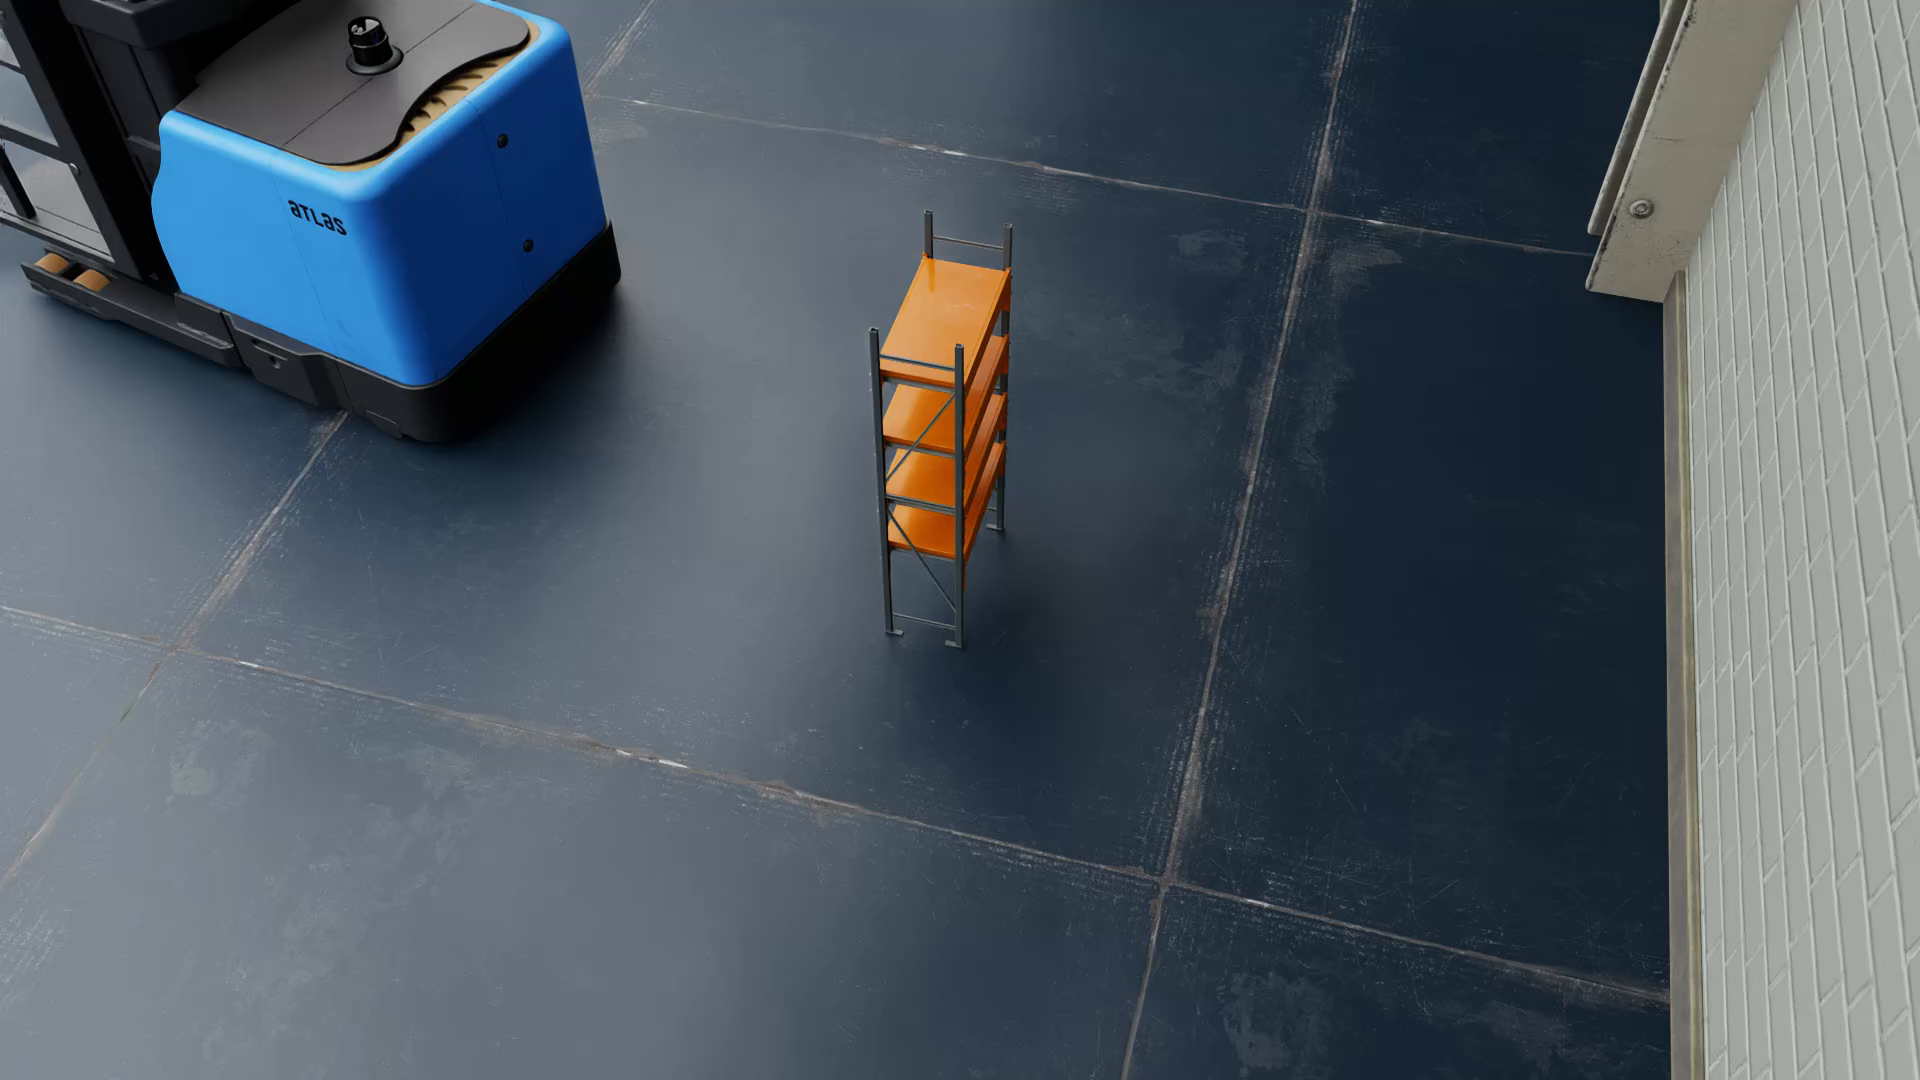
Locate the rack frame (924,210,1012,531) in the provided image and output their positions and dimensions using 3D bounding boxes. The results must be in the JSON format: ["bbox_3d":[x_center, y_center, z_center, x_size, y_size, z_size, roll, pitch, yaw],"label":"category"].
[{"bbox_3d":[0.021,-0.454,4.850,0.240,1.200,0.015,12,50,10],"label":"rack frame"}]

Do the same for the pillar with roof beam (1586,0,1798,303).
[{"bbox_3d":[-1.674,-4.851,3.529,9.100,9.000,0.400,12,50,10],"label":"pillar with roof beam"}]

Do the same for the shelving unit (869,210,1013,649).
[{"bbox_3d":[-0.044,-0.277,4.694,0.258,1.200,0.503,12,50,10],"label":"shelving unit"}]

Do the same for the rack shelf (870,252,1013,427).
[{"bbox_3d":[-0.044,-0.537,4.400,0.258,0.148,0.480,12,50,10],"label":"rack shelf"}]

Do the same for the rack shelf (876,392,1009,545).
[{"bbox_3d":[-0.044,-0.233,4.745,0.258,0.148,0.480,12,50,10],"label":"rack shelf"}]

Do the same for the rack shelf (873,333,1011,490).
[{"bbox_3d":[-0.044,-0.381,4.577,0.258,0.148,0.480,12,50,10],"label":"rack shelf"}]

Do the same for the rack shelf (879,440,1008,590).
[{"bbox_3d":[-0.044,-0.101,4.894,0.258,0.148,0.480,12,50,10],"label":"rack shelf"}]

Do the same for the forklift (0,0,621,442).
[{"bbox_3d":[-2.767,-2.094,5.143,3.031,2.935,1.130,22,52,18],"label":"forklift"}]

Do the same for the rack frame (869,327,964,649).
[{"bbox_3d":[-0.108,-0.101,4.539,0.240,1.200,0.015,12,50,10],"label":"rack frame"}]
